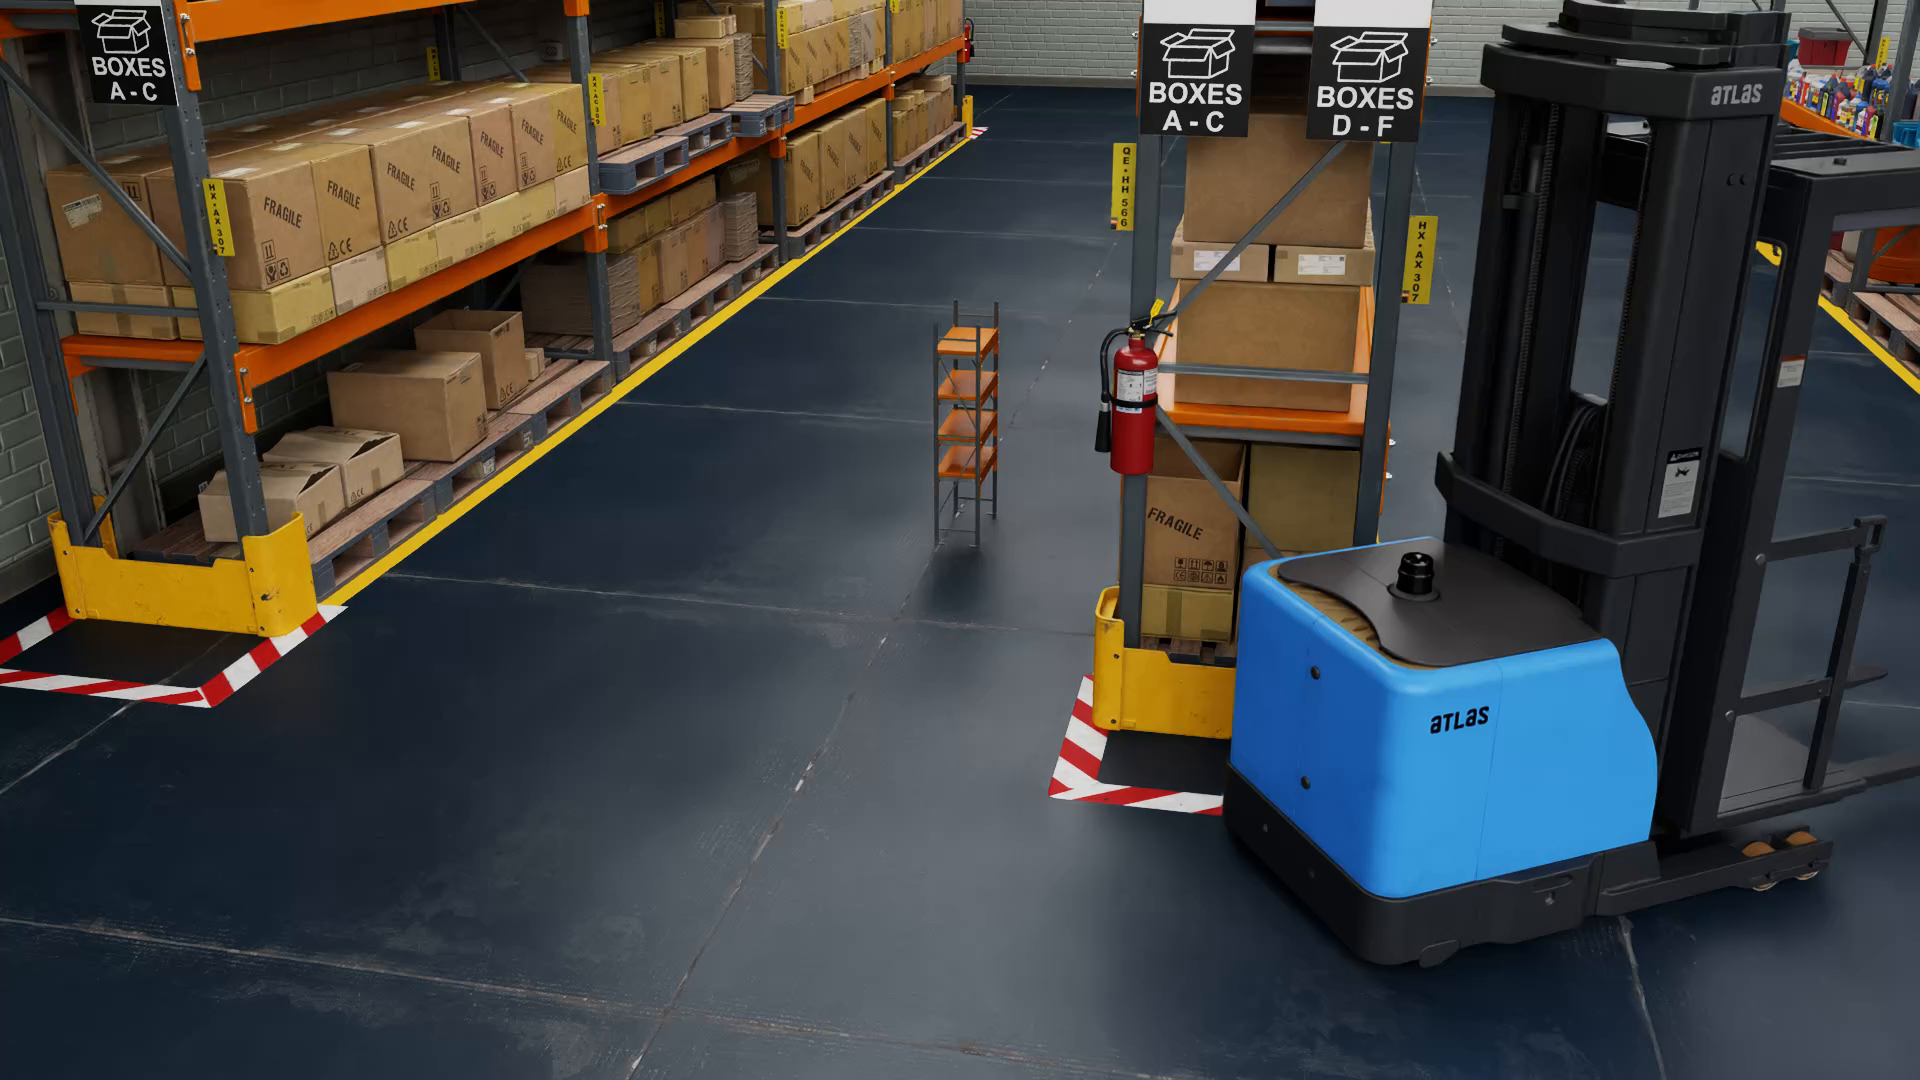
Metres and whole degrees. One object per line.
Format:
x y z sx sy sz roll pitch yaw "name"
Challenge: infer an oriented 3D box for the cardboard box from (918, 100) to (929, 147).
-0.783 -5.075 20.223 0.700 0.500 0.500 5 22 12 "cardboard box"

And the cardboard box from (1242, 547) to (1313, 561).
1.579 0.080 7.758 0.500 0.250 0.500 4 22 11 "cardboard box"

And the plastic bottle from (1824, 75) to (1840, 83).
7.943 -4.100 15.184 0.152 0.276 0.135 4 22 11 "plastic bottle"

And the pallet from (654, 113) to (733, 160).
-2.428 -3.124 12.852 1.003 0.211 1.213 4 22 11 "pallet"

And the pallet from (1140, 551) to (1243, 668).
1.268 0.372 7.646 1.003 0.211 1.213 4 22 11 "pallet"

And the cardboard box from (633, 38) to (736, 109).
-2.238 -3.811 13.580 0.700 0.500 0.500 2 22 6 "cardboard box"

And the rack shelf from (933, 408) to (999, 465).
0.034 -0.555 8.805 0.258 0.148 0.480 4 22 11 "rack shelf"

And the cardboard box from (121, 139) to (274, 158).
-3.697 -1.674 8.165 0.500 0.500 0.500 5 22 12 "cardboard box"

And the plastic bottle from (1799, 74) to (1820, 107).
7.794 -4.111 15.213 0.152 0.276 0.135 4 22 11 "plastic bottle"

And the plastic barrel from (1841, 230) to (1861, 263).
7.745 -2.619 14.110 0.421 0.512 0.421 0 22 0 "plastic barrel"

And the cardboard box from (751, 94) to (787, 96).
-1.771 -3.936 14.920 0.380 0.149 0.250 4 22 10 "cardboard box"

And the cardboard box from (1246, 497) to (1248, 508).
1.670 -0.451 8.074 0.500 0.500 0.500 4 22 11 "cardboard box"

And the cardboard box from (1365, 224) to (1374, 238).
1.495 -1.209 6.839 0.380 0.149 0.250 4 22 10 "cardboard box"

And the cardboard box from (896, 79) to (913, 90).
-0.801 -5.723 20.963 0.380 0.149 0.250 5 22 11 "cardboard box"

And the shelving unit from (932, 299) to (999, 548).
0.034 -0.617 8.780 0.258 1.200 0.503 4 22 11 "shelving unit"

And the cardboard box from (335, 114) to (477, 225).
-2.989 -2.012 9.004 0.500 0.500 0.500 5 23 13 "cardboard box"

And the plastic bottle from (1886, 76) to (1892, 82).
8.509 -4.103 15.193 0.152 0.276 0.135 4 22 11 "plastic bottle"

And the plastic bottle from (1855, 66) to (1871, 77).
8.686 -4.422 15.983 0.152 0.276 0.135 4 22 11 "plastic bottle"

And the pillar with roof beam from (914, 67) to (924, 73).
3.486 -10.374 22.566 9.100 9.000 0.400 4 22 11 "pillar with roof beam"

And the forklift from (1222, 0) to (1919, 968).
2.537 -0.310 5.699 3.031 2.935 1.130 -8 23 -19 "forklift"

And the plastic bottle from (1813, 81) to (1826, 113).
7.676 -3.949 14.815 0.097 0.271 0.097 0 22 0 "plastic bottle"

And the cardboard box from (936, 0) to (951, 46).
-0.664 -6.551 20.703 0.980 0.700 0.700 4 22 10 "cardboard box"

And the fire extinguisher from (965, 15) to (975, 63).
0.050 -6.677 22.020 0.296 0.674 0.183 4 22 11 "fire extinguisher"

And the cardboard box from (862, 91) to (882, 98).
-1.061 -5.256 19.805 0.380 0.149 0.250 4 22 9 "cardboard box"

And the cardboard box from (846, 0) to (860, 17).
-1.311 -5.381 16.638 0.500 0.250 0.500 5 22 12 "cardboard box"

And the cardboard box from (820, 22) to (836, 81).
-1.497 -4.664 15.861 0.500 0.500 0.500 4 22 11 "cardboard box"

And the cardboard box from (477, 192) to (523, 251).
-2.878 -1.854 9.616 0.500 0.250 0.500 4 22 11 "cardboard box"

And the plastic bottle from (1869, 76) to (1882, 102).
8.383 -4.104 15.201 0.097 0.271 0.097 0 22 0 "plastic bottle"

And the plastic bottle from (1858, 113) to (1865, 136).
7.387 -3.398 13.543 0.097 0.201 0.097 0 22 0 "plastic bottle"

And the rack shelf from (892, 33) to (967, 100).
-0.840 -5.801 20.205 1.077 0.370 4.000 4 22 11 "rack shelf"

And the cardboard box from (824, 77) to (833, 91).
-1.468 -4.497 16.315 0.380 0.149 0.250 5 22 11 "cardboard box"

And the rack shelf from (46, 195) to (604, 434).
-3.289 -1.412 9.308 1.077 0.370 4.000 4 22 11 "rack shelf"

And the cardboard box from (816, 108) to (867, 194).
-1.432 -4.028 17.155 0.750 0.750 0.750 5 23 13 "cardboard box"

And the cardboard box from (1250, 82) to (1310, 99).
1.374 -1.668 7.110 0.700 0.500 0.500 4 22 10 "cardboard box"

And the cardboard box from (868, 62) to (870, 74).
-1.166 -4.965 17.476 0.380 0.149 0.250 5 23 13 "cardboard box"

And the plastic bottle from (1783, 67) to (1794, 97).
7.905 -4.359 15.833 0.097 0.271 0.097 0 22 0 "plastic bottle"

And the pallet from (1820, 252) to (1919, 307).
7.754 -2.183 13.991 1.003 0.211 1.213 4 22 11 "pallet"

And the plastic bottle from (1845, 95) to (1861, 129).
7.467 -3.573 13.883 0.097 0.271 0.097 0 22 0 "plastic bottle"

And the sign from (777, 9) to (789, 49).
-1.531 -4.403 14.326 0.100 0.325 0.005 4 22 11 "sign"

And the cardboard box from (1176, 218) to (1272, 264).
1.097 -1.235 6.904 0.380 0.149 0.250 5 22 12 "cardboard box"

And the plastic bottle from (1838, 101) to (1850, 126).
7.507 -3.612 14.073 0.097 0.201 0.097 0 22 0 "plastic bottle"

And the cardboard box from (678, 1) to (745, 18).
-2.226 -4.667 14.865 0.500 0.250 0.500 5 22 12 "cardboard box"

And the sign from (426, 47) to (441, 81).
-3.425 -3.055 10.875 0.100 0.325 0.005 4 22 11 "sign"

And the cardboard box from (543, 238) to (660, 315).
-2.691 -1.985 12.524 0.700 0.500 0.500 4 22 10 "cardboard box"

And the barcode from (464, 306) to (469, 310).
-3.226 -1.491 10.869 0.001 0.075 0.075 4 22 11 "barcode"

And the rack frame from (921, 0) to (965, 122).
-0.432 -6.866 21.886 1.000 3.000 0.127 4 22 11 "rack frame"

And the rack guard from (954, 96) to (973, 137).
-0.427 -5.715 22.375 1.175 0.500 0.348 4 22 11 "rack guard"

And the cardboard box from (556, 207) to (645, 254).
-2.660 -2.301 12.306 0.500 0.250 0.500 4 22 10 "cardboard box"

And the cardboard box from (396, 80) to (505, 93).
-3.181 -2.609 10.486 0.500 0.500 0.500 4 22 10 "cardboard box"

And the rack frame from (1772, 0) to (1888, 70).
8.450 -4.648 16.379 1.000 3.000 0.127 4 22 11 "rack frame"

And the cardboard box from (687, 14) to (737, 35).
-2.106 -4.363 14.081 0.380 0.149 0.250 2 22 4 "cardboard box"

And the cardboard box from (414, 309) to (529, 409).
-3.053 -1.139 10.424 0.500 0.500 0.500 3 22 7 "cardboard box"

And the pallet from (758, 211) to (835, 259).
-1.830 -2.929 15.844 1.003 0.211 1.213 4 22 11 "pallet"

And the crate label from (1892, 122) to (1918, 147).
7.181 -2.982 12.466 0.303 0.233 0.416 4 22 11 "crate label"
